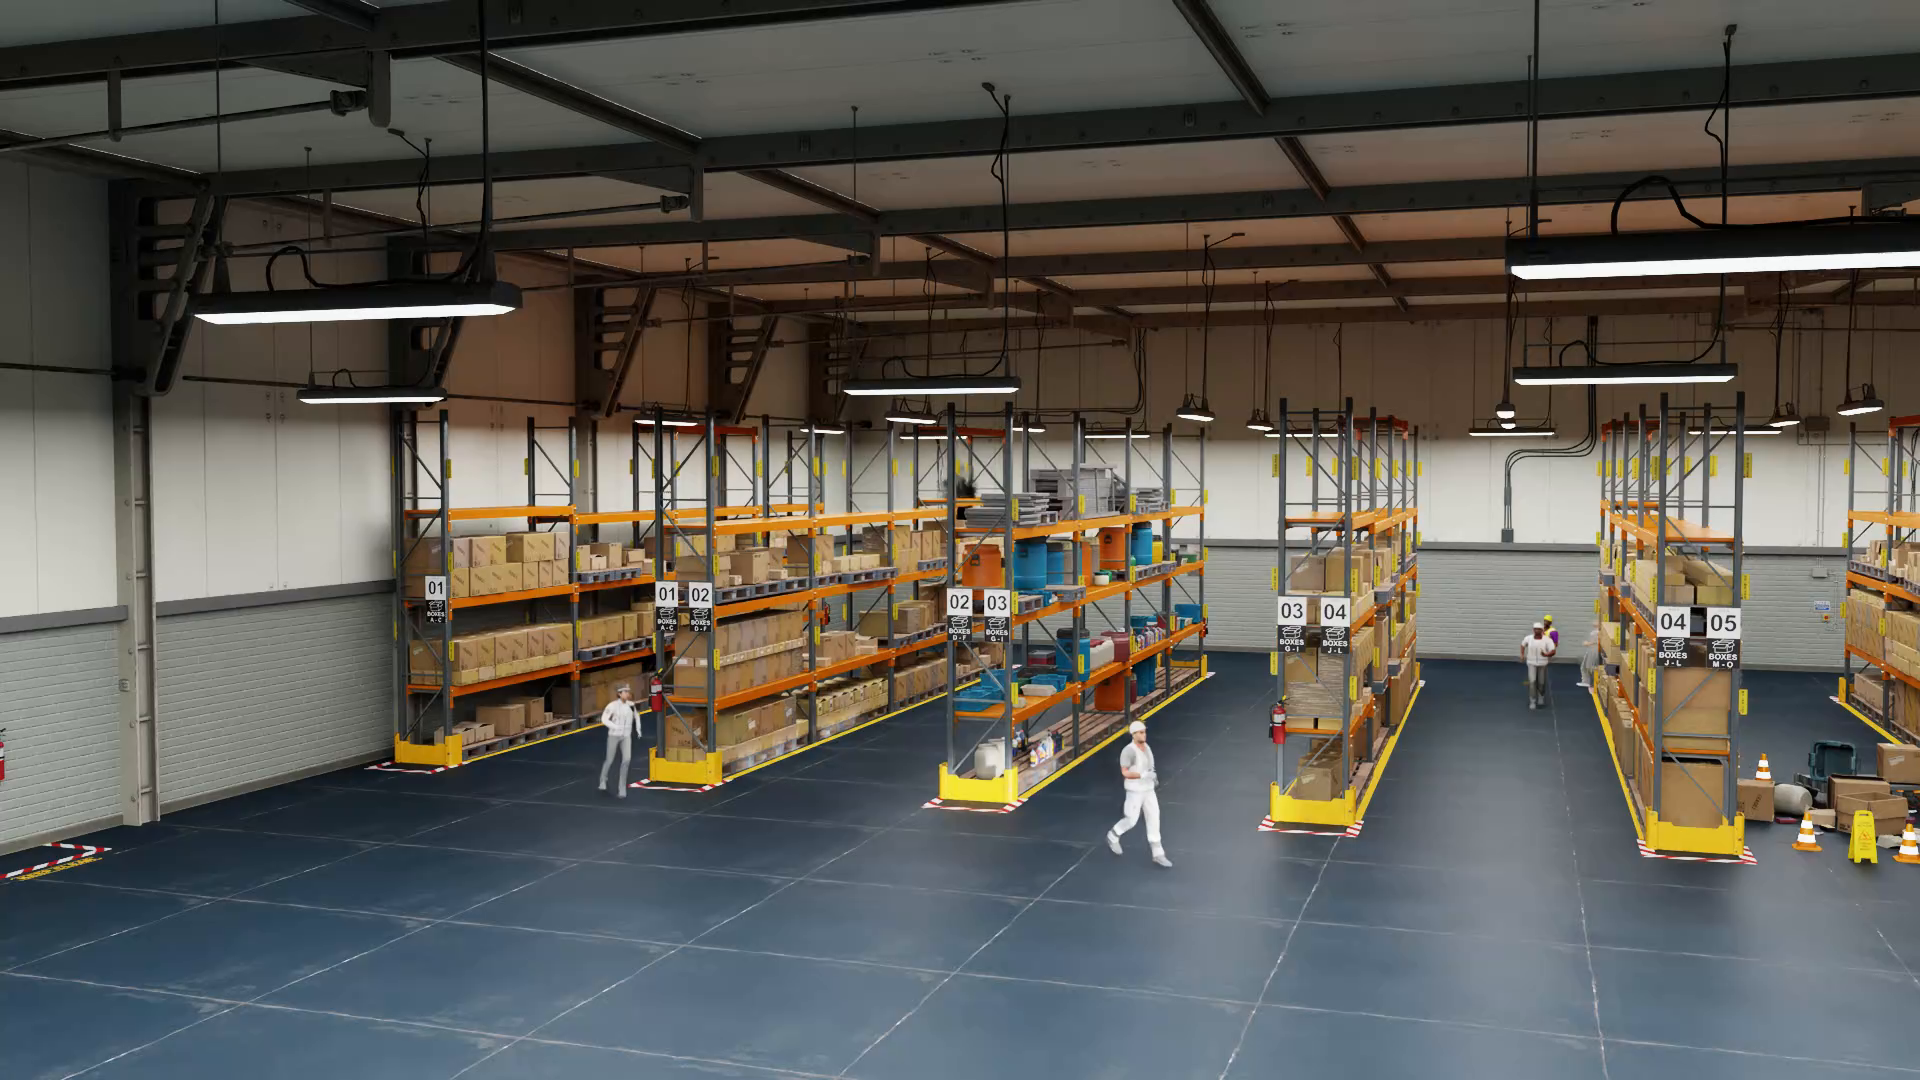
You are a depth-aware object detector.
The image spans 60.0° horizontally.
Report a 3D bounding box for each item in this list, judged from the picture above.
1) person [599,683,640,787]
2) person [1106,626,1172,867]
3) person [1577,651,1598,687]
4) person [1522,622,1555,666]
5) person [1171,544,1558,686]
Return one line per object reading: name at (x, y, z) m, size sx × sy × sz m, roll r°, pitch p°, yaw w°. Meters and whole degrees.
person at (-5.222, 2.994, 25.644) m, size 0.671 × 1.582 × 0.636 m, roll -1°, pitch 3°, yaw -30°
person at (3.188, 2.874, 28.062) m, size 11.714 × 1.781 × 9.979 m, roll -2°, pitch 3°, yaw -43°
person at (14.488, 3.158, 38.031) m, size 0.704 × 0.448 × 0.369 m, roll 0°, pitch 2°, yaw 9°
person at (12.078, 2.162, 34.732) m, size 0.669 × 0.890 × 0.435 m, roll 1°, pitch 3°, yaw 22°
person at (9.338, 1.728, 39.105) m, size 5.069 × 3.177 × 7.685 m, roll -2°, pitch 3°, yaw -39°
